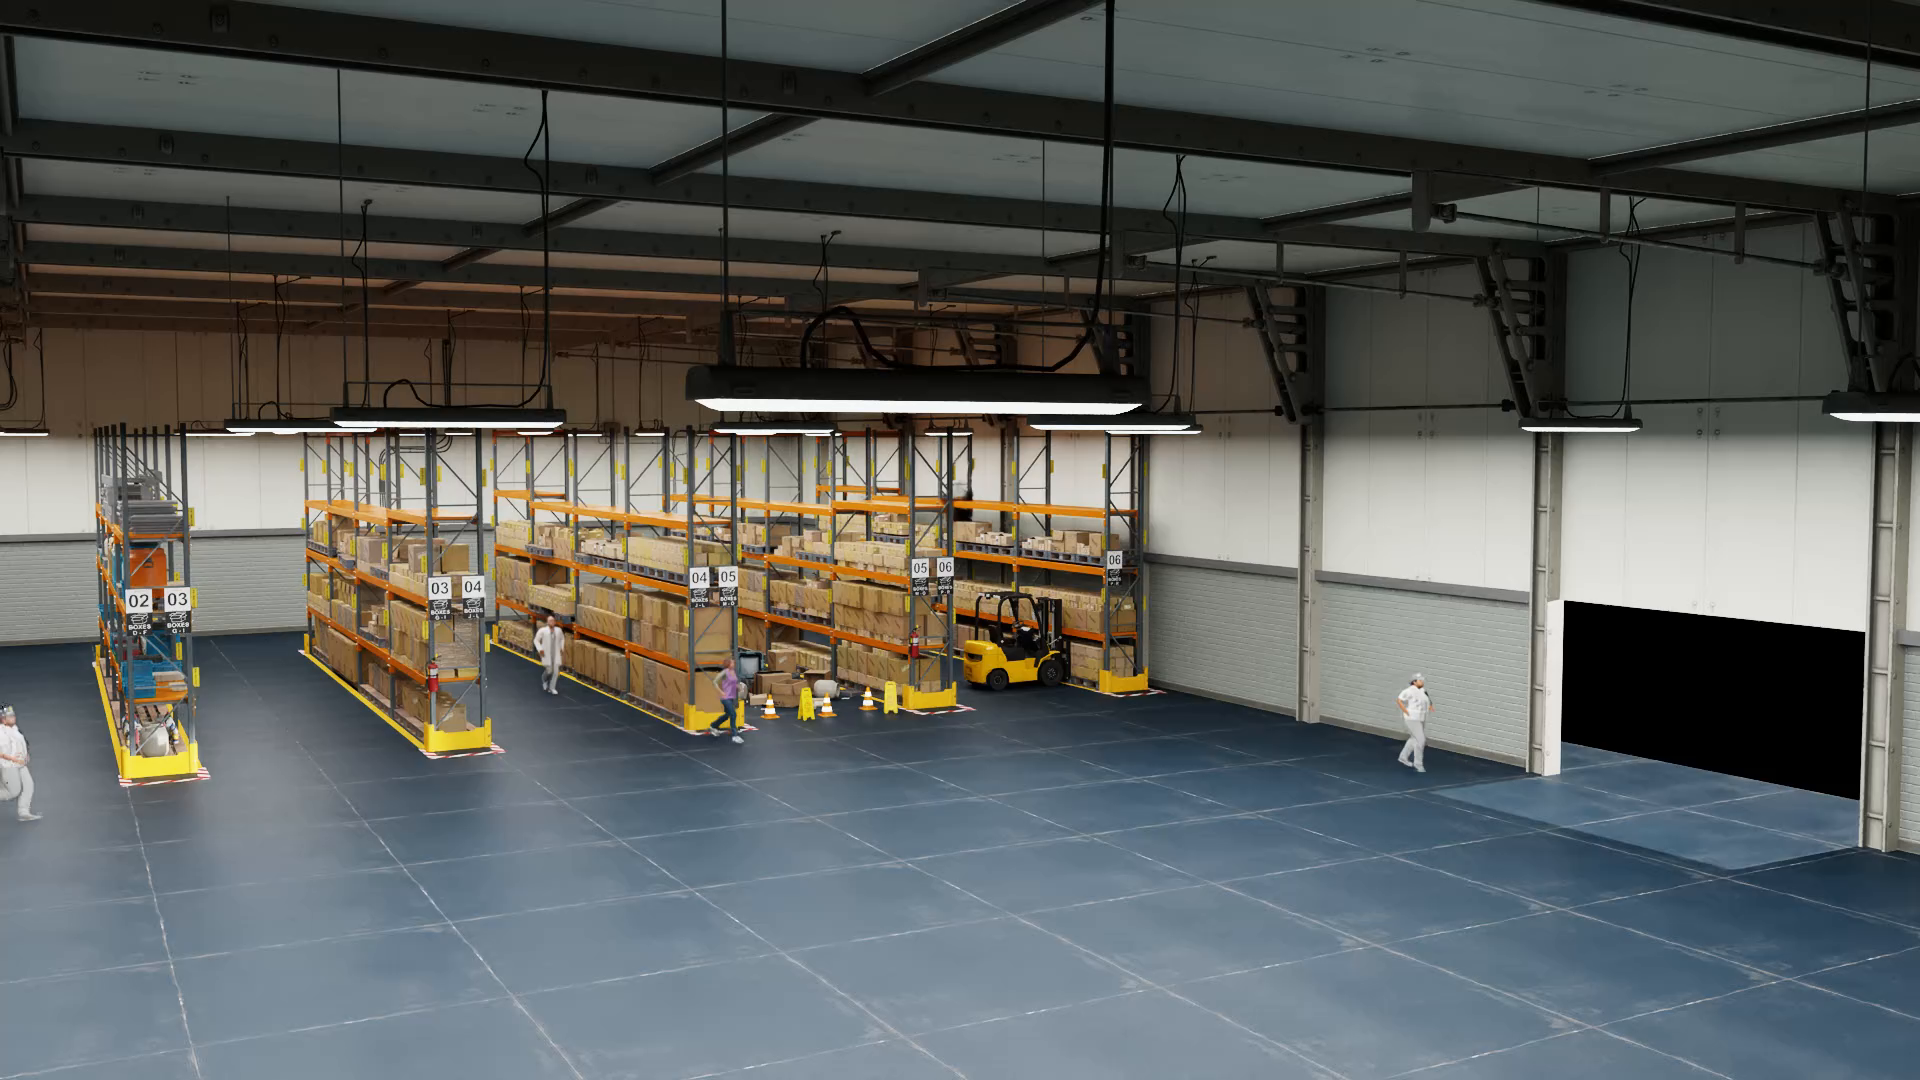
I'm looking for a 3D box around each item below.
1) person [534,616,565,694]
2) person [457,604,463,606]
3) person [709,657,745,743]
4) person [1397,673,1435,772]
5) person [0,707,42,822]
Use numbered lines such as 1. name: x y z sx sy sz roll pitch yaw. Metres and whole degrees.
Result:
1. person: -9.235 2.589 37.488 0.703 1.743 0.615 -2 4 -30
2. person: -14.211 2.084 46.978 0.733 1.667 0.765 1 4 17
3. person: -4.415 3.014 31.479 0.804 1.605 0.558 1 4 18
4. person: 7.892 3.173 28.825 0.678 1.727 0.590 3 5 43
5. person: -14.192 3.353 24.870 0.835 1.743 0.677 0 3 -3
